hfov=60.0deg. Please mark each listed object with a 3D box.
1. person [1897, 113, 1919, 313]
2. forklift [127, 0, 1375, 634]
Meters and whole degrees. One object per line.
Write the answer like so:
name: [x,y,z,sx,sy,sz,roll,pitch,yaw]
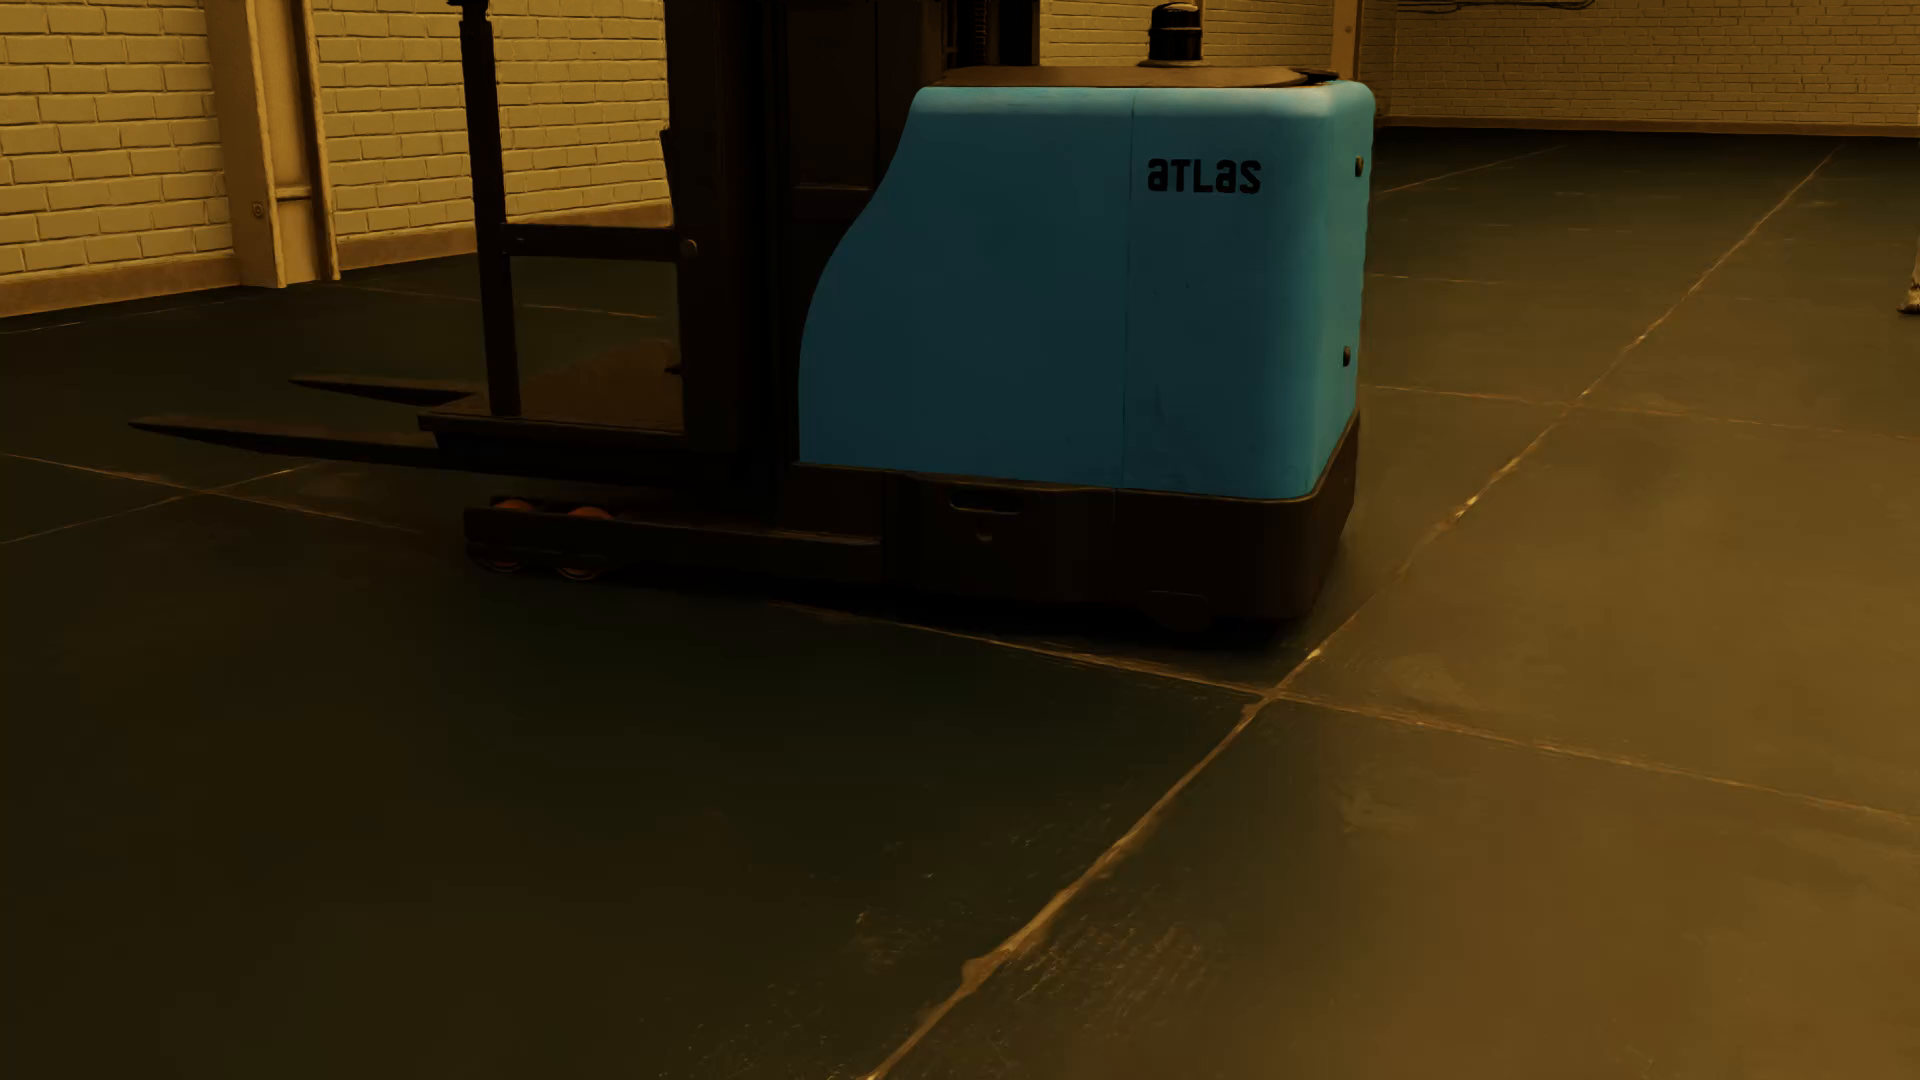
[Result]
person: [4.448,-1.748,7.146,0.579,1.722,0.510,10,19,31]
forklift: [-0.605,-1.448,3.768,3.031,2.935,1.130,5,17,18]
